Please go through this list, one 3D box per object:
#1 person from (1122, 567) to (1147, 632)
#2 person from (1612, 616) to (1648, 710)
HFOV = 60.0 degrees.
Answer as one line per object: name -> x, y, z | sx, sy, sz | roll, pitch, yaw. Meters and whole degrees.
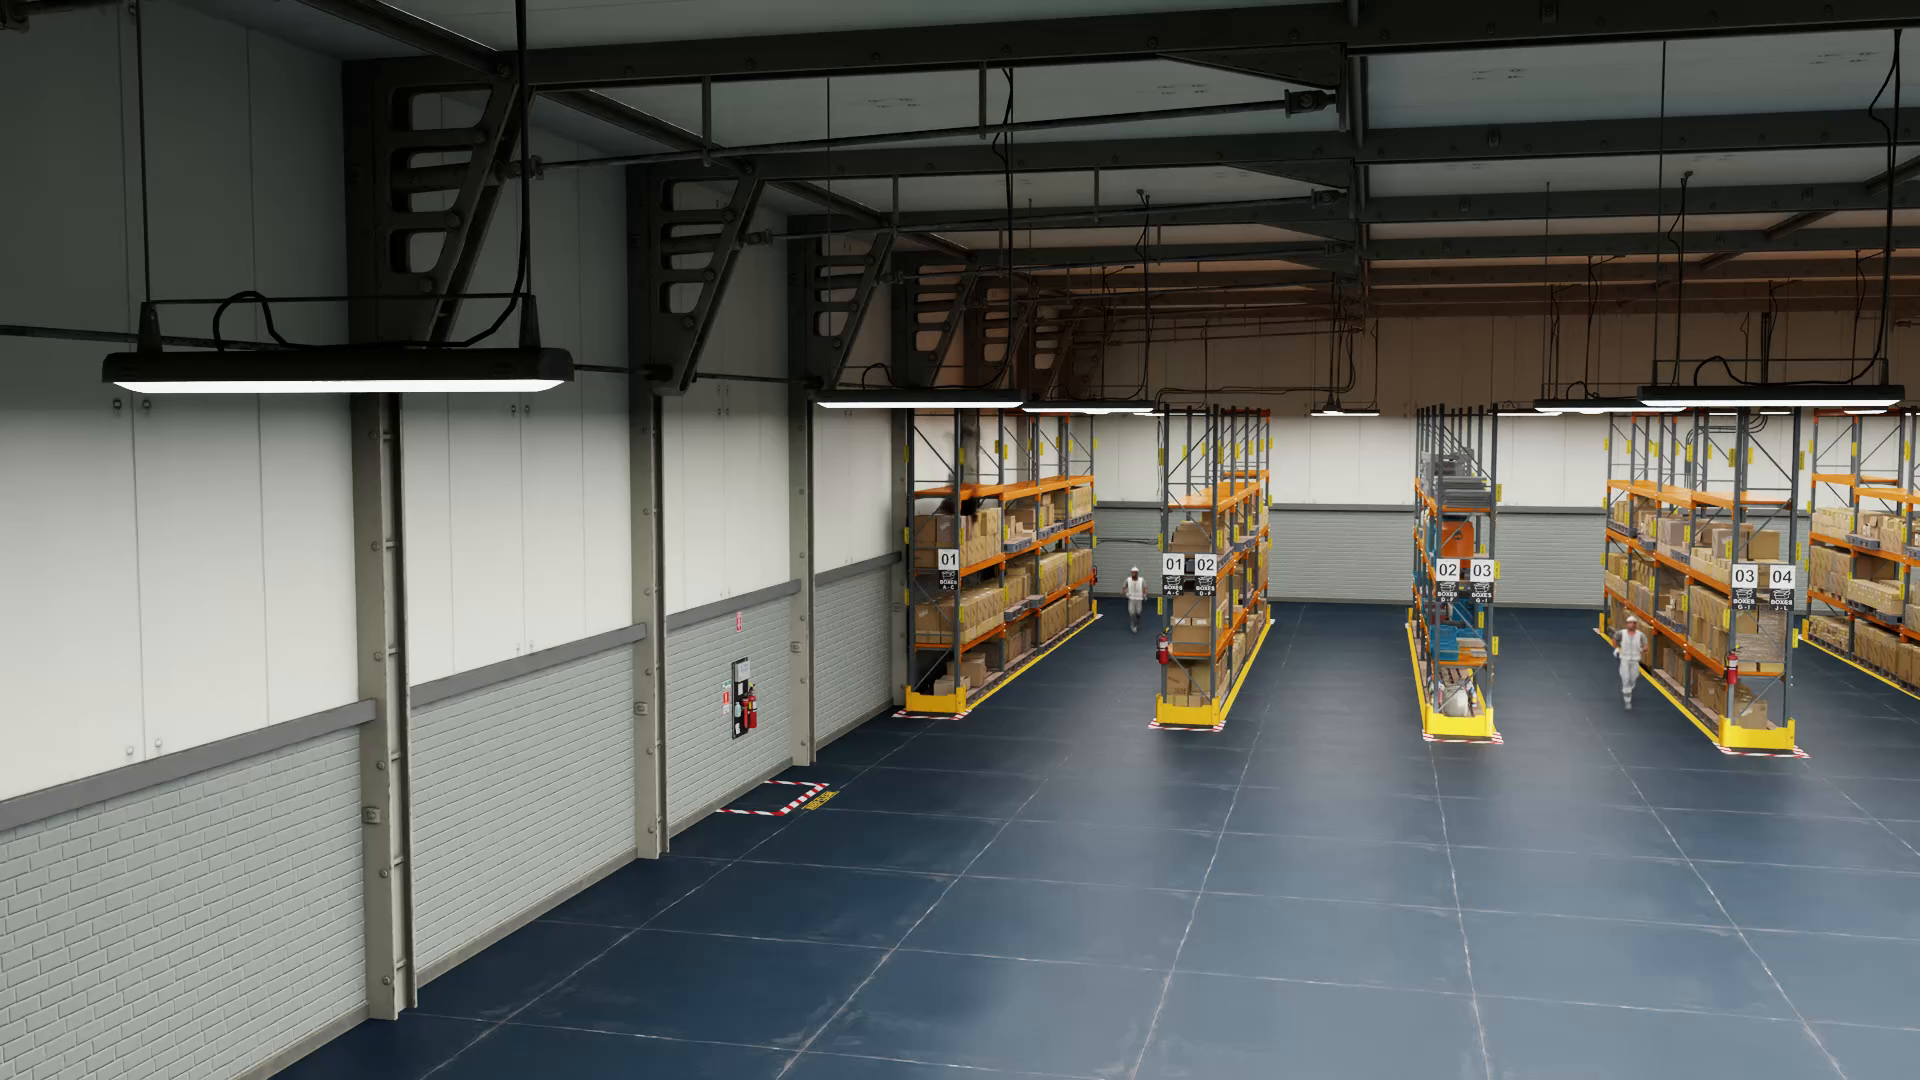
person -> 4.699, 1.606, 44.736 | 0.685, 1.737, 0.567 | 0, 4, 4
person -> 13.310, 2.408, 33.015 | 0.650, 1.803, 0.983 | 1, 4, 14
